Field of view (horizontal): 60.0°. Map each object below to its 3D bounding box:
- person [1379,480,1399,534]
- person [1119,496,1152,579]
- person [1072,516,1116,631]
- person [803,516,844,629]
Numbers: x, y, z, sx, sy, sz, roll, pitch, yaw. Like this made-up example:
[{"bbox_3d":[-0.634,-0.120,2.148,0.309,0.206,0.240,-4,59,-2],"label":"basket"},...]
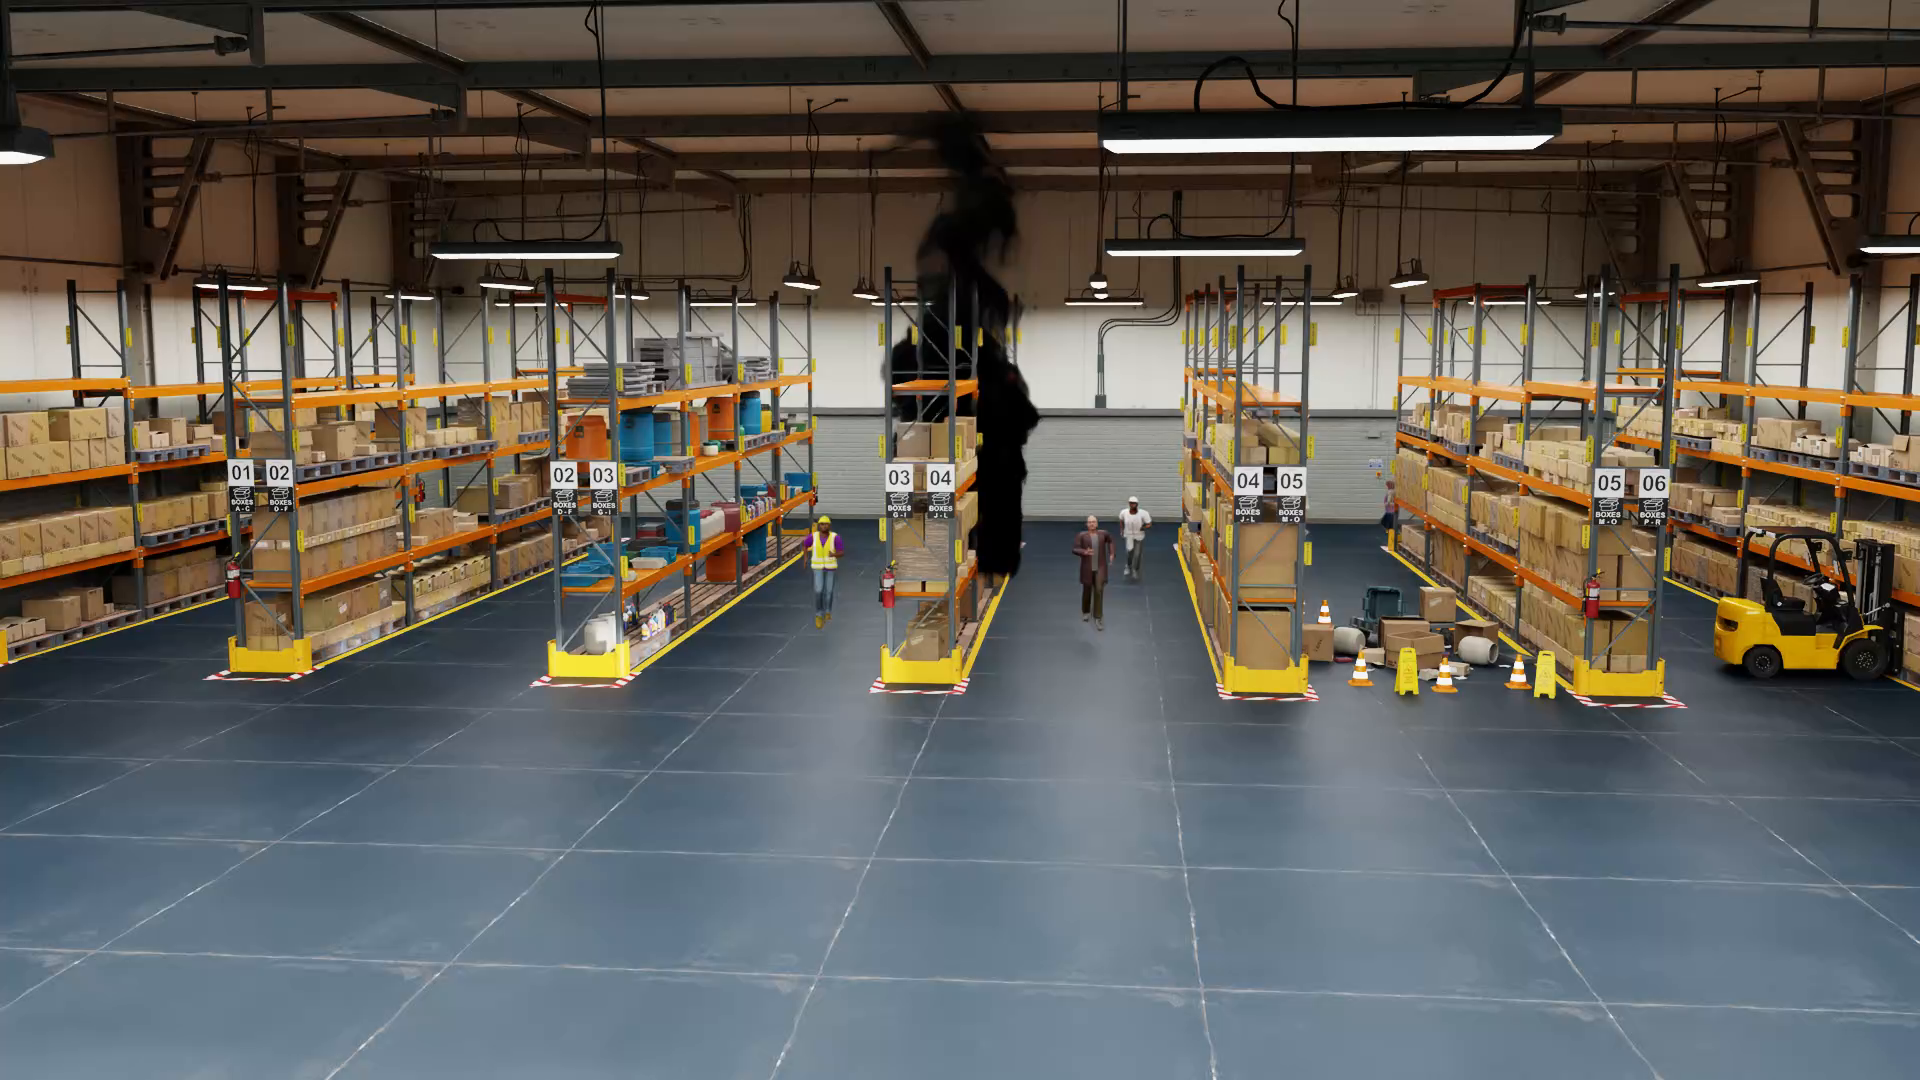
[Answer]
[{"bbox_3d":[10.482,-0.689,40.476,0.562,1.548,0.568,2,7,18],"label":"person"},{"bbox_3d":[3.576,-0.034,33.952,0.686,1.735,0.841,1,7,7],"label":"person"},{"bbox_3d":[2.211,0.520,27.438,0.729,1.842,0.930,0,7,1],"label":"person"},{"bbox_3d":[-2.248,0.530,27.464,0.670,1.857,0.712,-1,7,-7],"label":"person"}]
